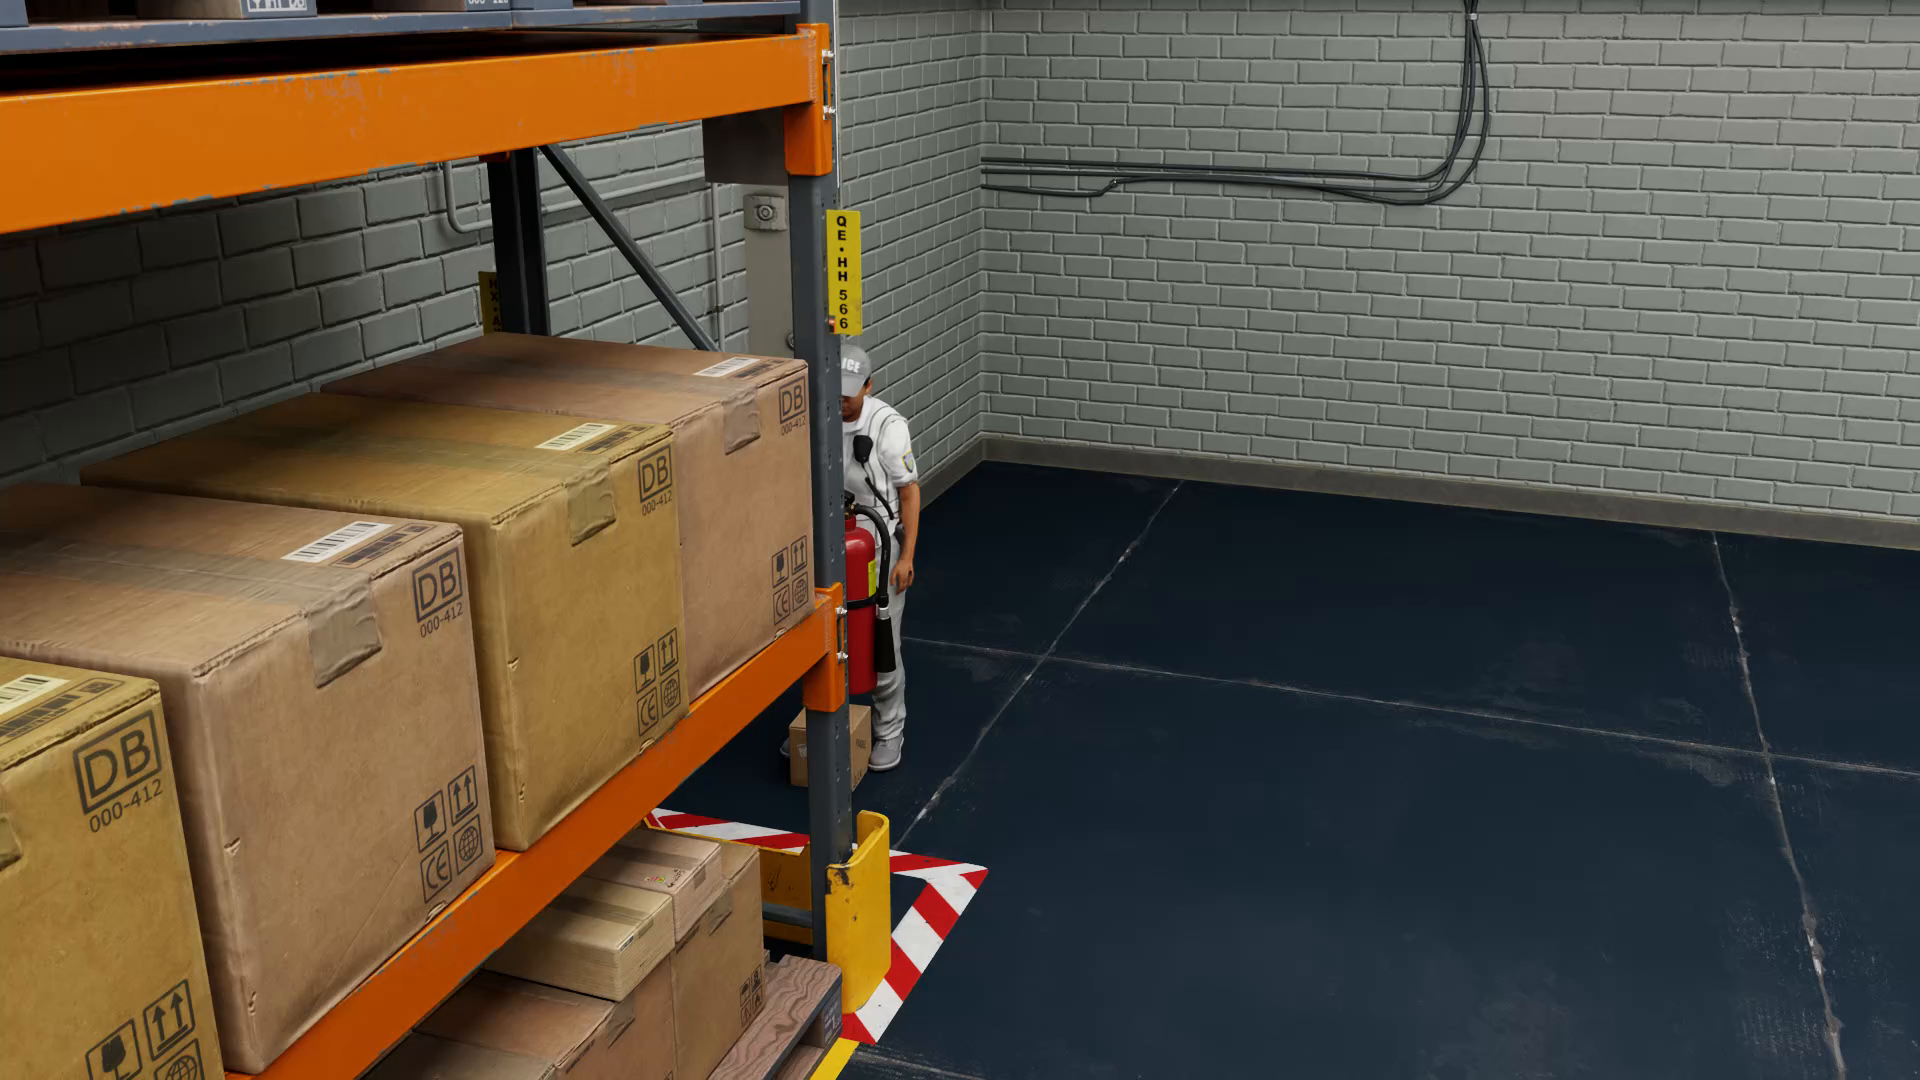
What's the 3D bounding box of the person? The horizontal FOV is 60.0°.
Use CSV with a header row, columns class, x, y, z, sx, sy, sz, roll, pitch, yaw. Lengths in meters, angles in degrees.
class,x,y,z,sx,sy,sz,roll,pitch,yaw
person,-0.427,0.056,6.389,0.545,1.664,0.469,5,20,15
